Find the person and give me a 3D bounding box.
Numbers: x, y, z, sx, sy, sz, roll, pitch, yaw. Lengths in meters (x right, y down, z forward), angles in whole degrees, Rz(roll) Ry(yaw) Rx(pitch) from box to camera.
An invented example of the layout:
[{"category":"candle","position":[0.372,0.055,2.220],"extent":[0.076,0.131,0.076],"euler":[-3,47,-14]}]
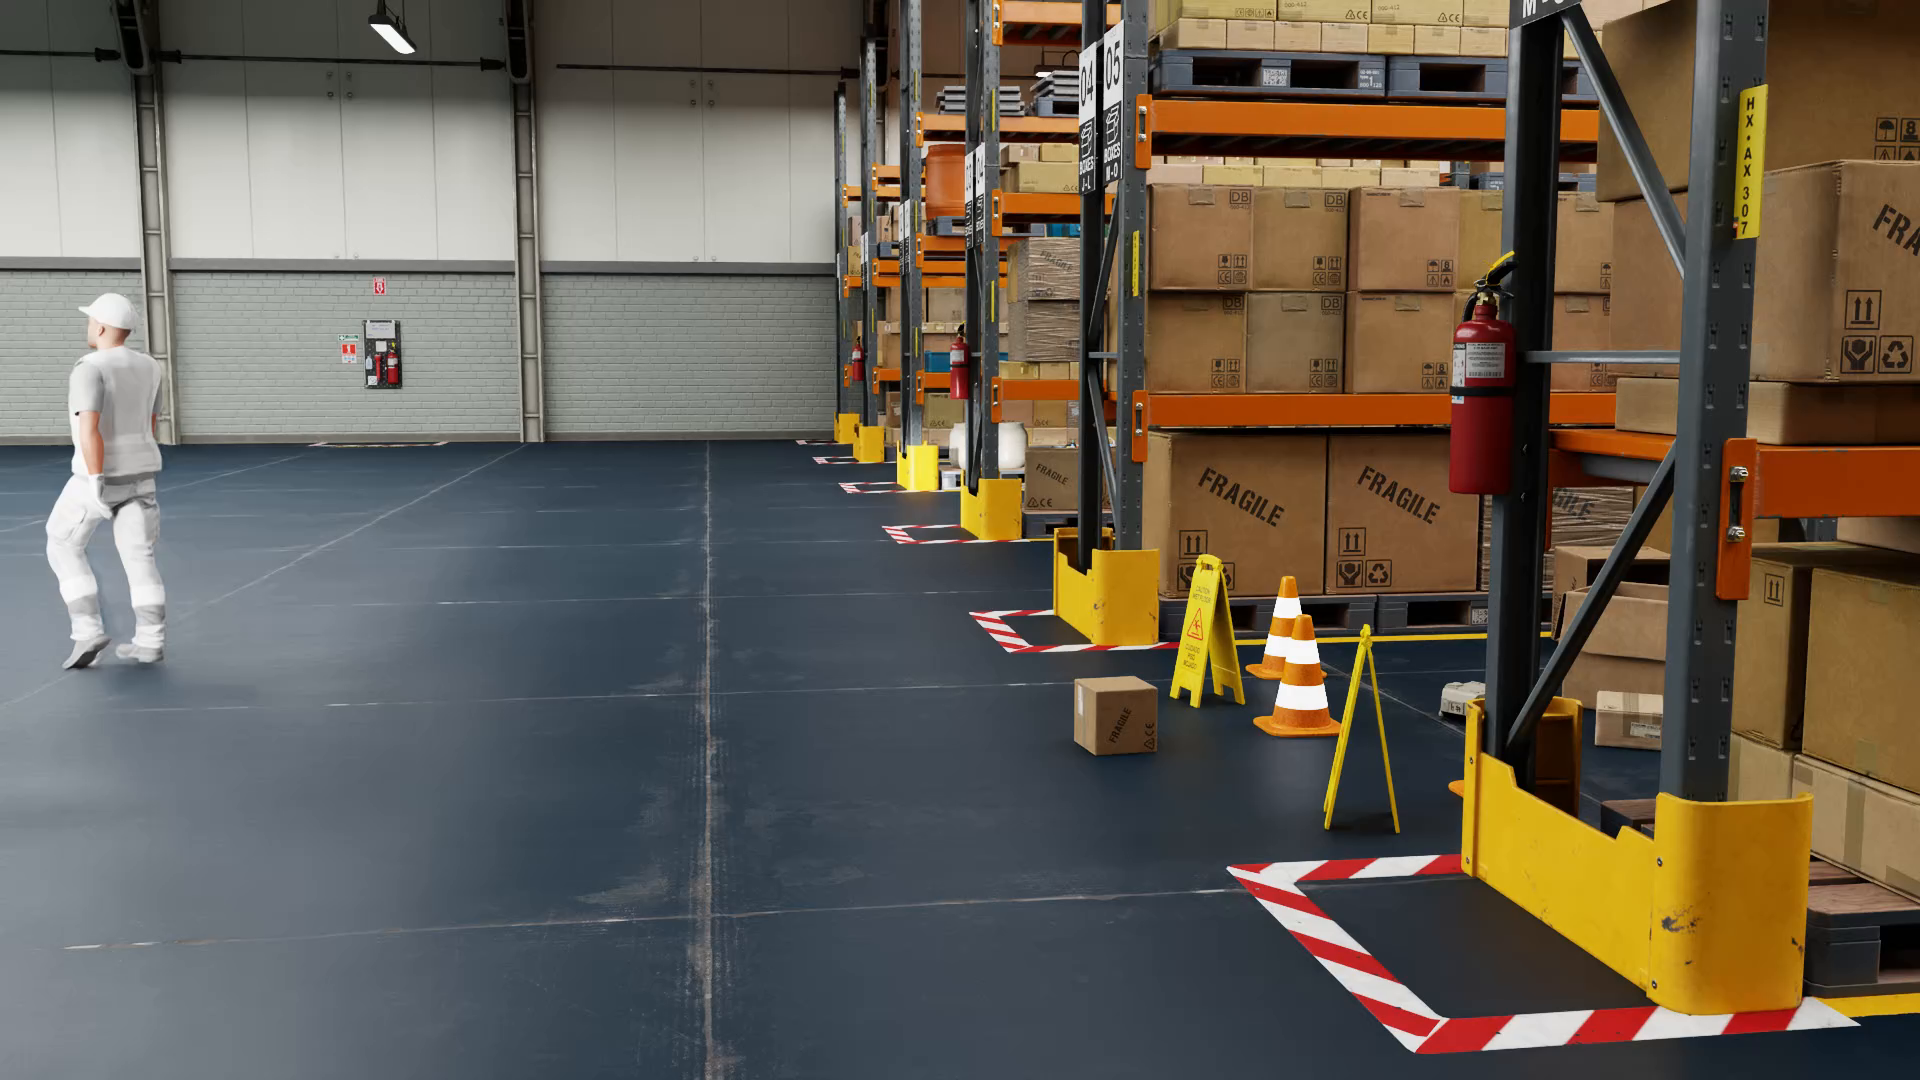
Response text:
[{"category":"person","position":[-4.113,-0.270,8.054],"extent":[0.516,1.832,0.523],"euler":[3,7,25]}]
